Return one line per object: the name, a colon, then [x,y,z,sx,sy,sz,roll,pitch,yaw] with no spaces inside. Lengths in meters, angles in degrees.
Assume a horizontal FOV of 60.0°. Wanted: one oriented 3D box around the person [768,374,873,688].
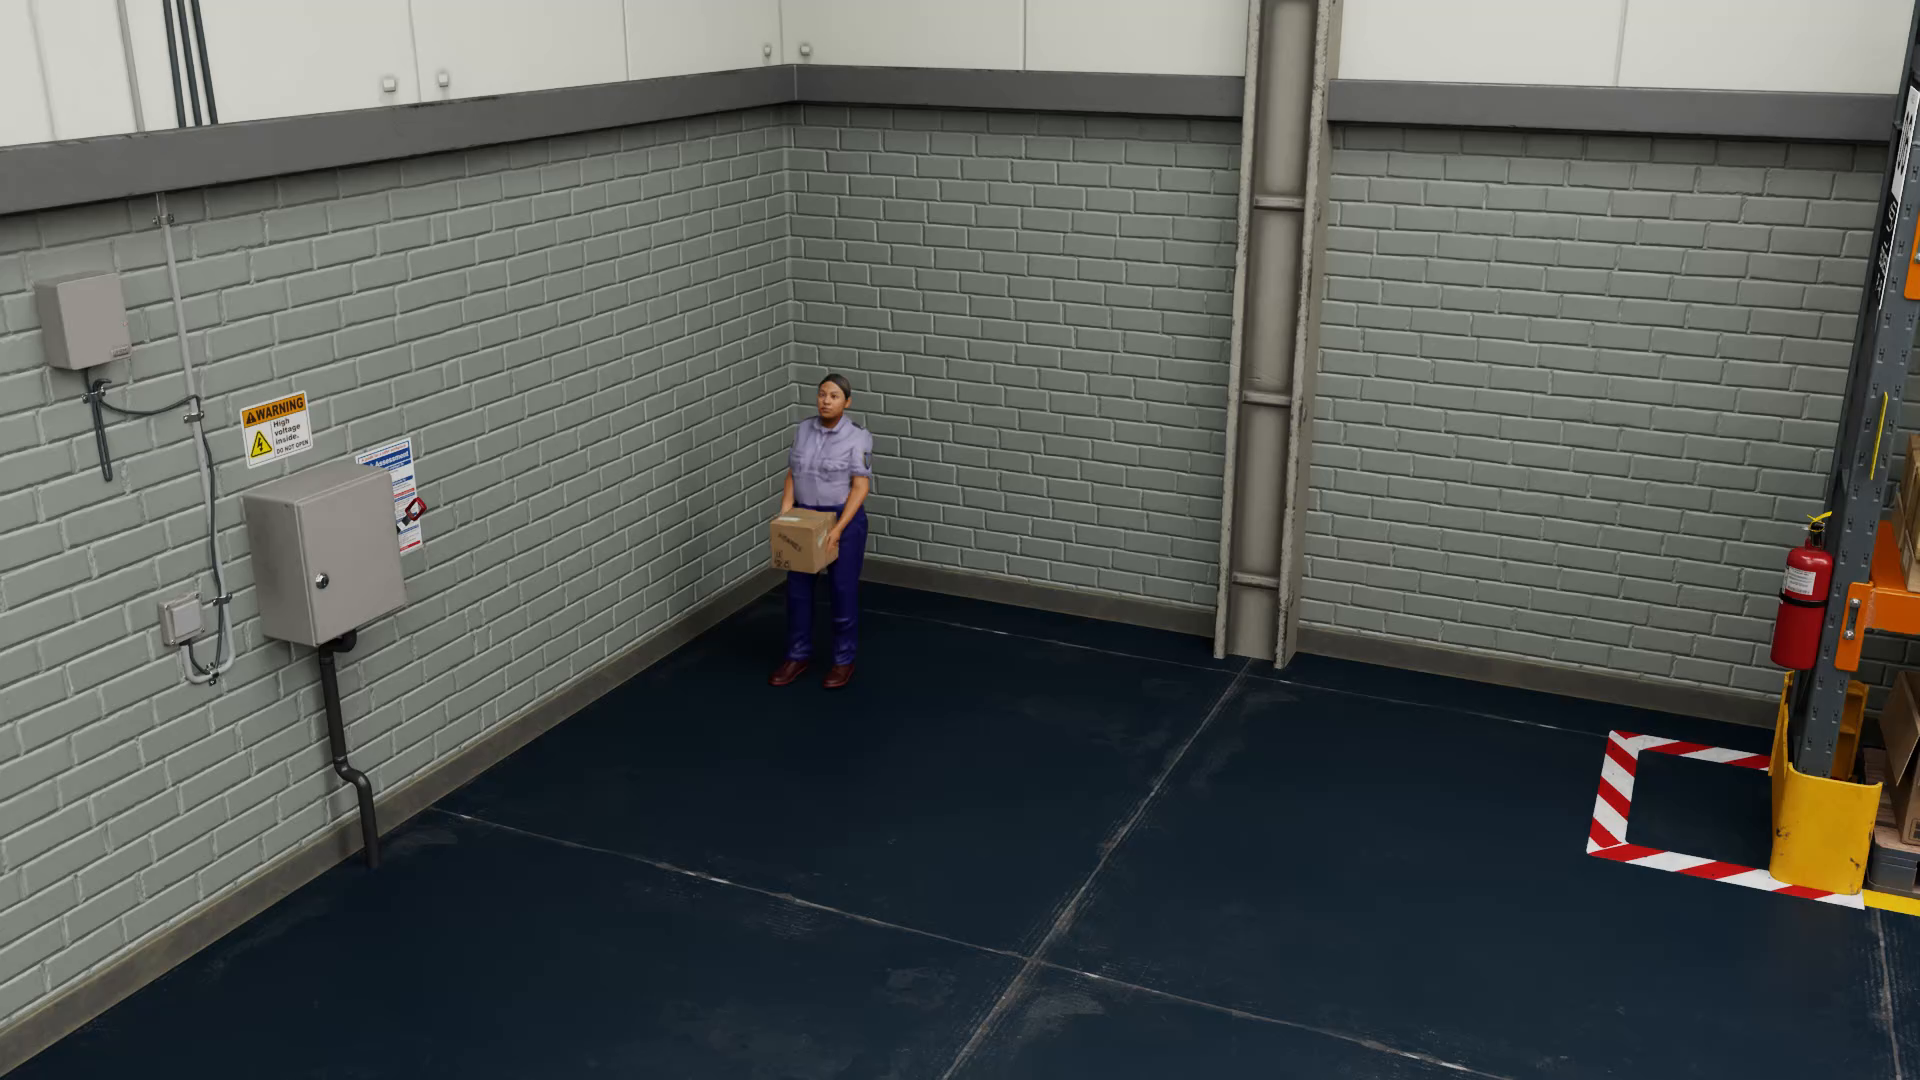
person: [-0.721,-0.037,8.690,0.522,1.653,0.456,8,21,23]
